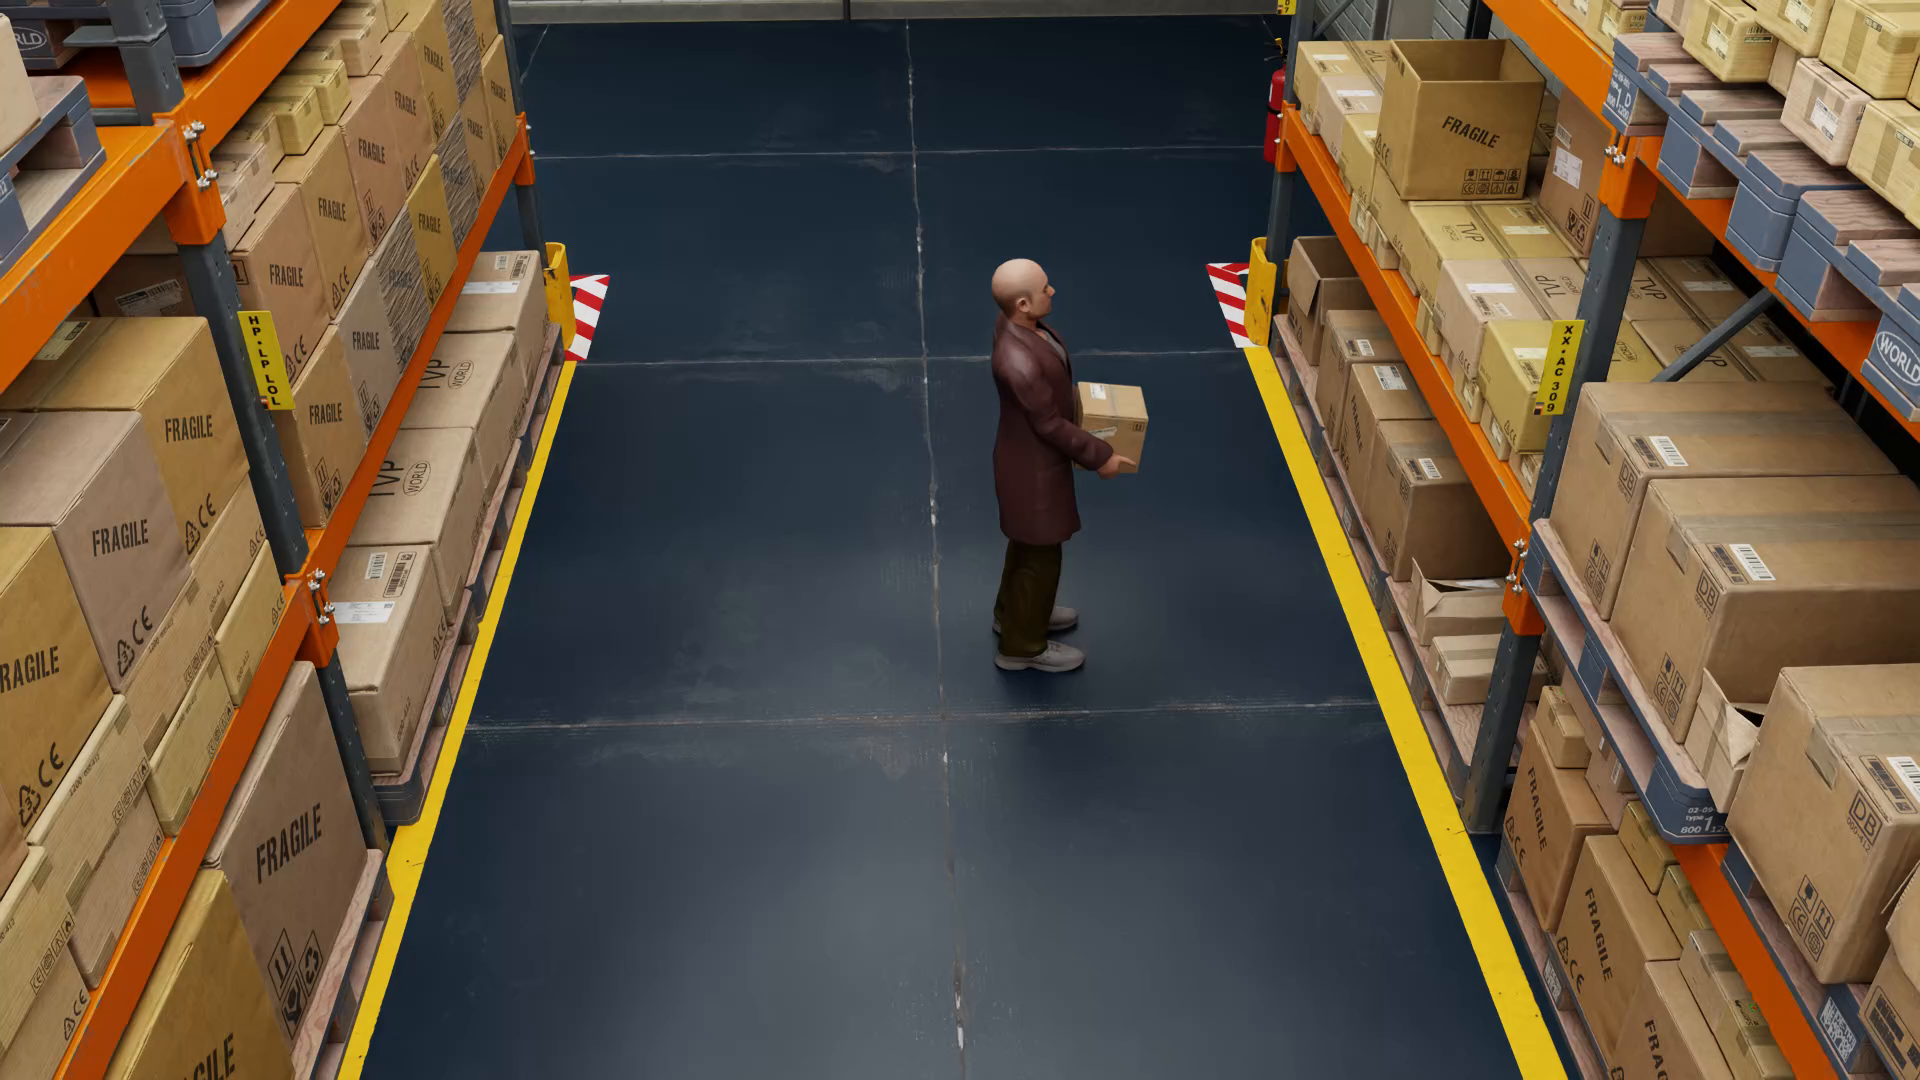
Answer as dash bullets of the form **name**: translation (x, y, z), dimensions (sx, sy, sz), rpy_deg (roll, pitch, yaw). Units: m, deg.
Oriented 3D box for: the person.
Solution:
- **person**: translation (0.394, -0.289, 6.580), dimensions (0.563, 1.770, 0.530), rpy_deg (-1, 35, -1)
